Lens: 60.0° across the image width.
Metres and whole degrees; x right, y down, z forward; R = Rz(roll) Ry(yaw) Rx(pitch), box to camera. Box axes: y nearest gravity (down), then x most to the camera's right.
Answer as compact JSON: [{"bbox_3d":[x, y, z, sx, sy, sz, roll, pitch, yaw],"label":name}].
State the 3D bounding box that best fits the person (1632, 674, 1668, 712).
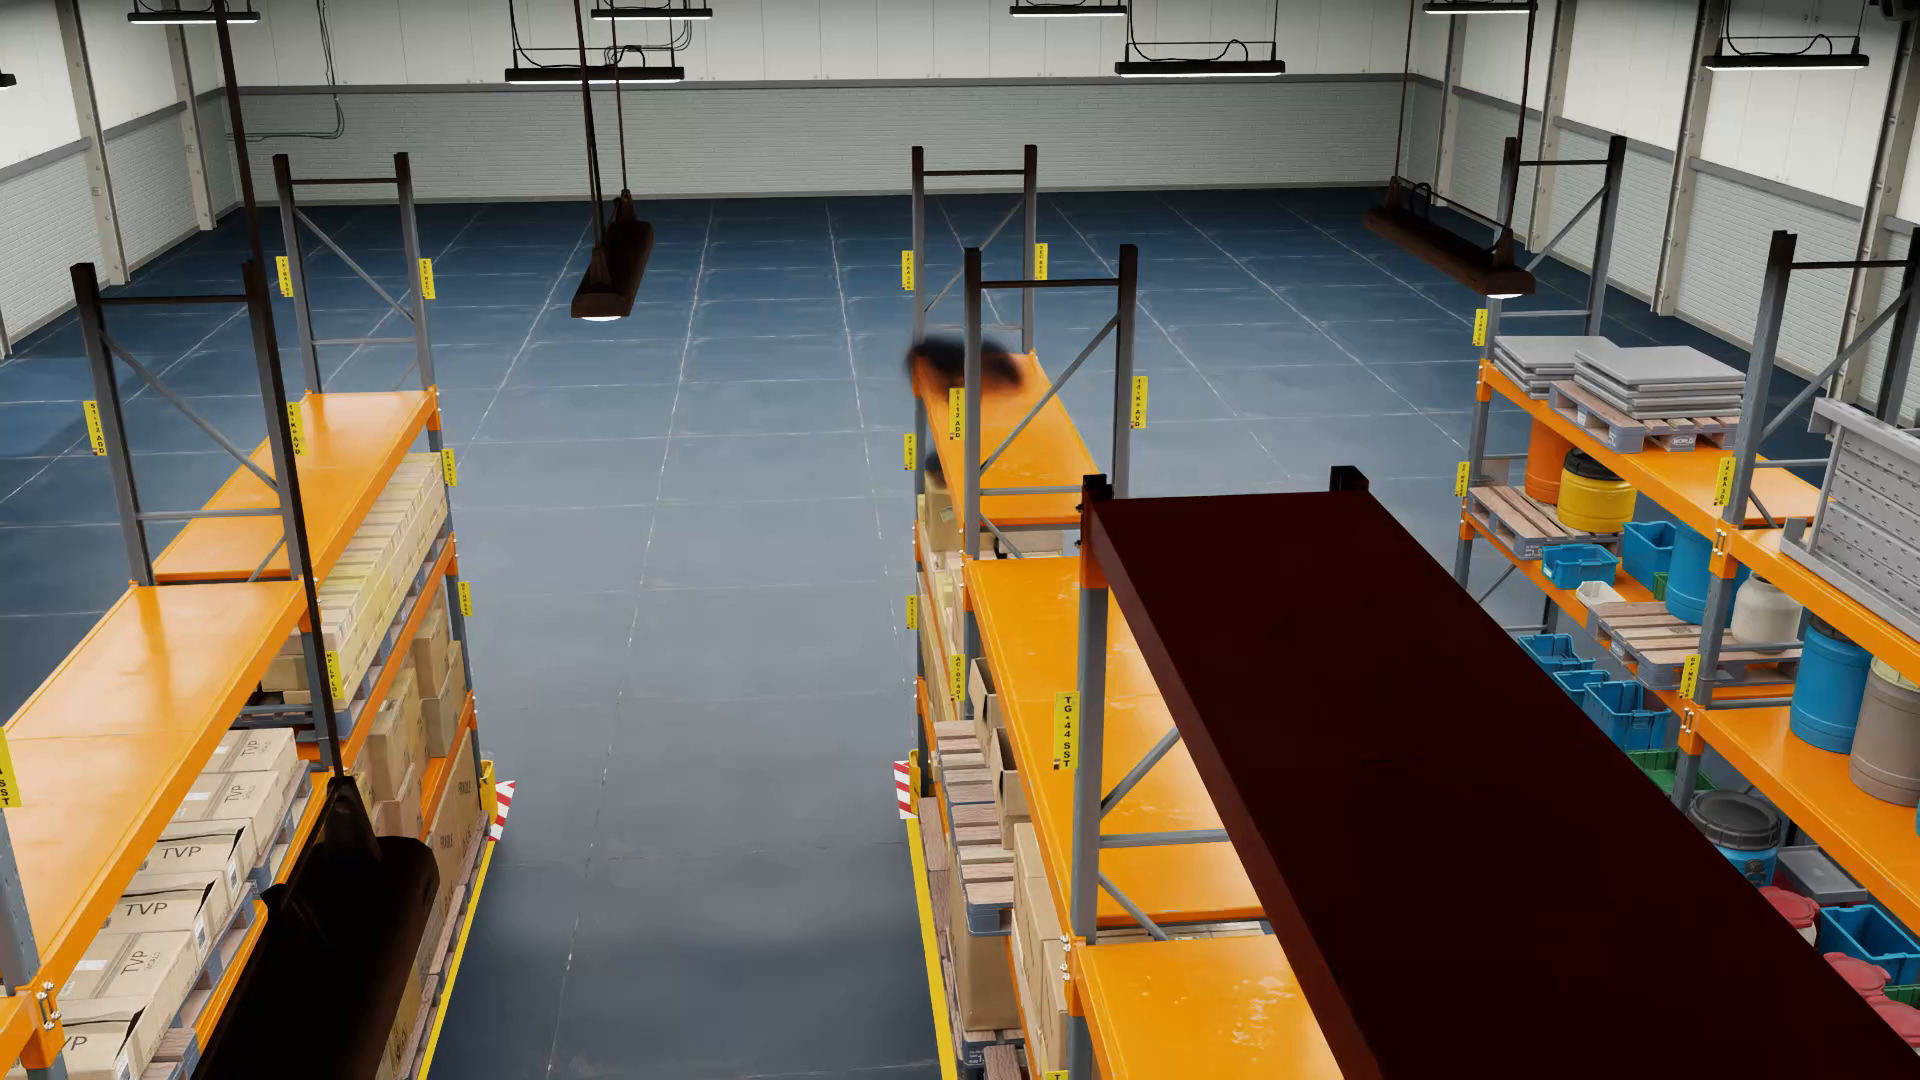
[{"bbox_3d":[6.479,1.538,15.509,0.717,1.663,0.661,-13,25,-29],"label":"person"}]
